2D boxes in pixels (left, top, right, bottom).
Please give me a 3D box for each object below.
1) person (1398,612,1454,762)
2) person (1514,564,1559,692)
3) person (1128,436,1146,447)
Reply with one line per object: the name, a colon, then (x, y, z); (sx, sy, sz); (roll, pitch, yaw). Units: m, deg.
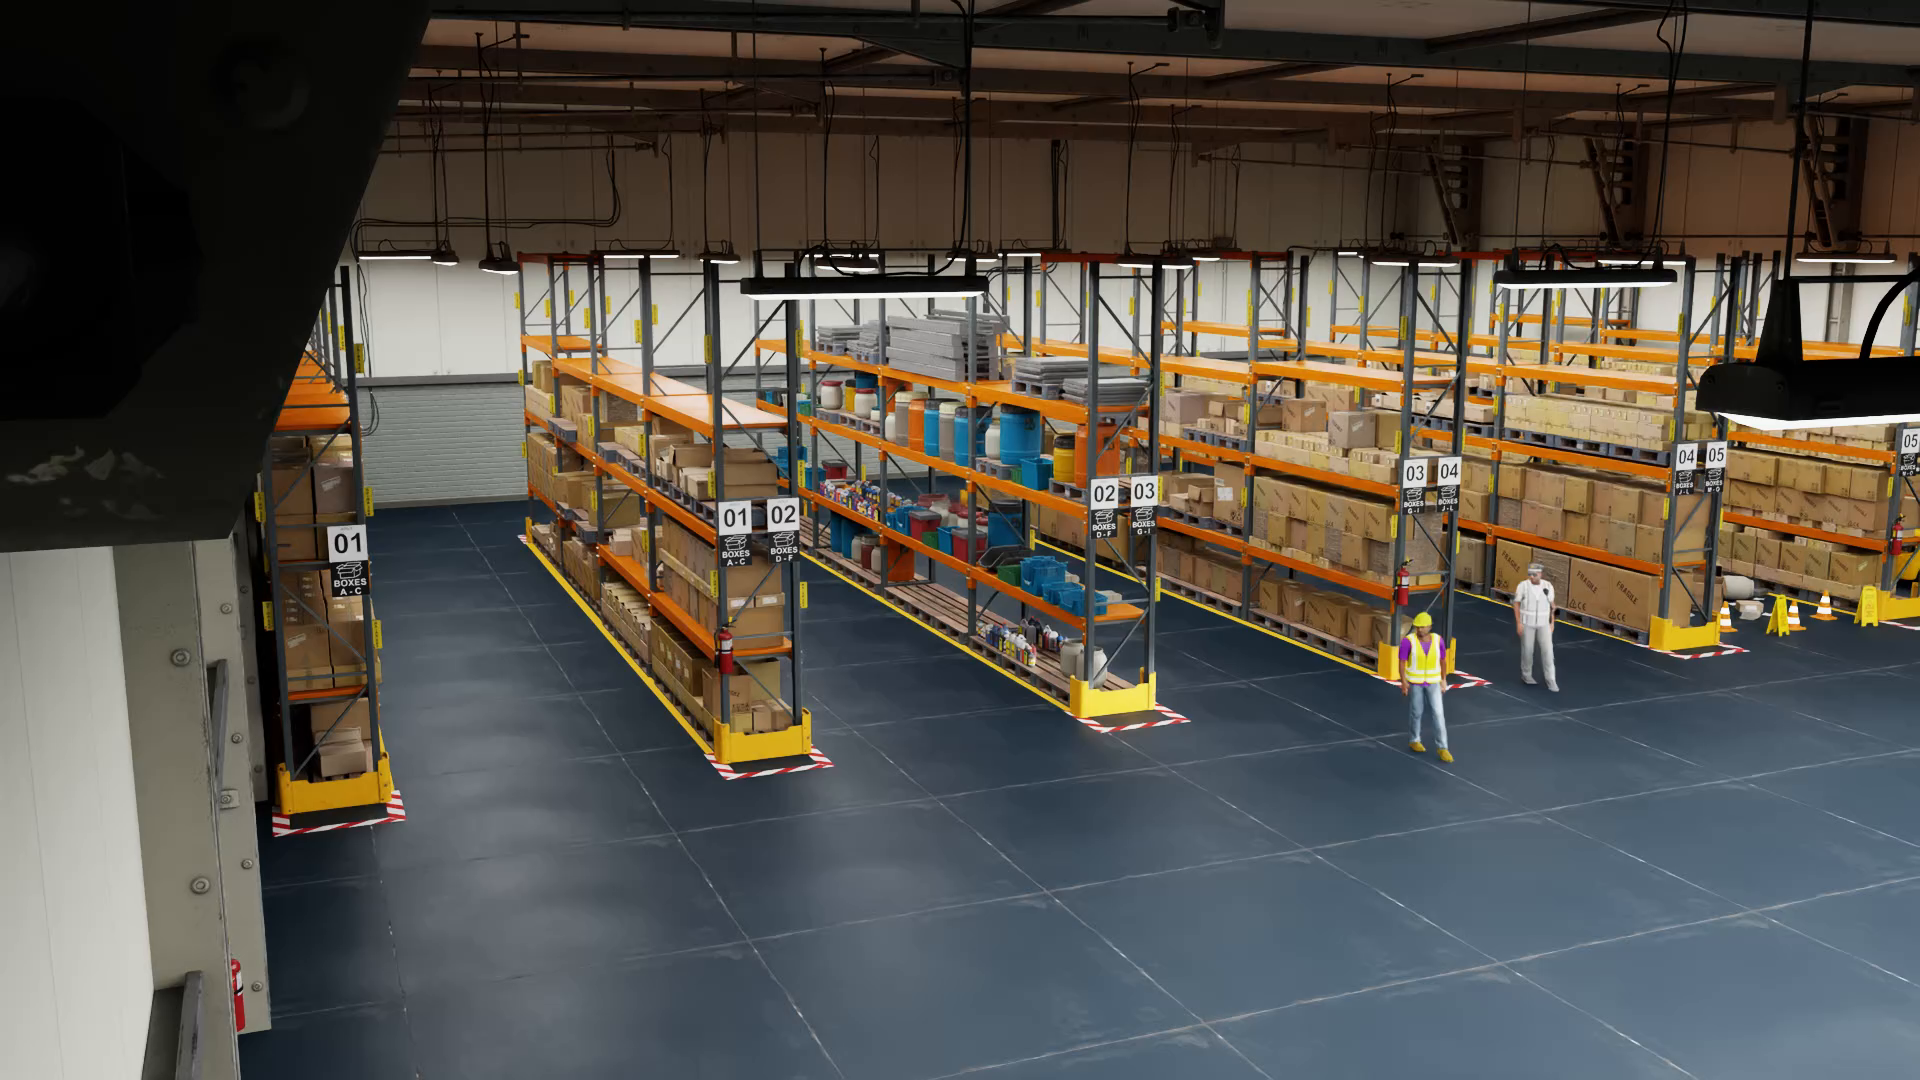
person: (5.722, 1.780, 20.412); (0.656, 1.762, 0.667); (1, 10, 6)
person: (8.185, 1.227, 23.569); (0.638, 1.784, 0.609); (2, 11, 11)
person: (4.328, -2.073, 41.267); (0.487, 1.784, 0.584); (-10, 14, -43)
